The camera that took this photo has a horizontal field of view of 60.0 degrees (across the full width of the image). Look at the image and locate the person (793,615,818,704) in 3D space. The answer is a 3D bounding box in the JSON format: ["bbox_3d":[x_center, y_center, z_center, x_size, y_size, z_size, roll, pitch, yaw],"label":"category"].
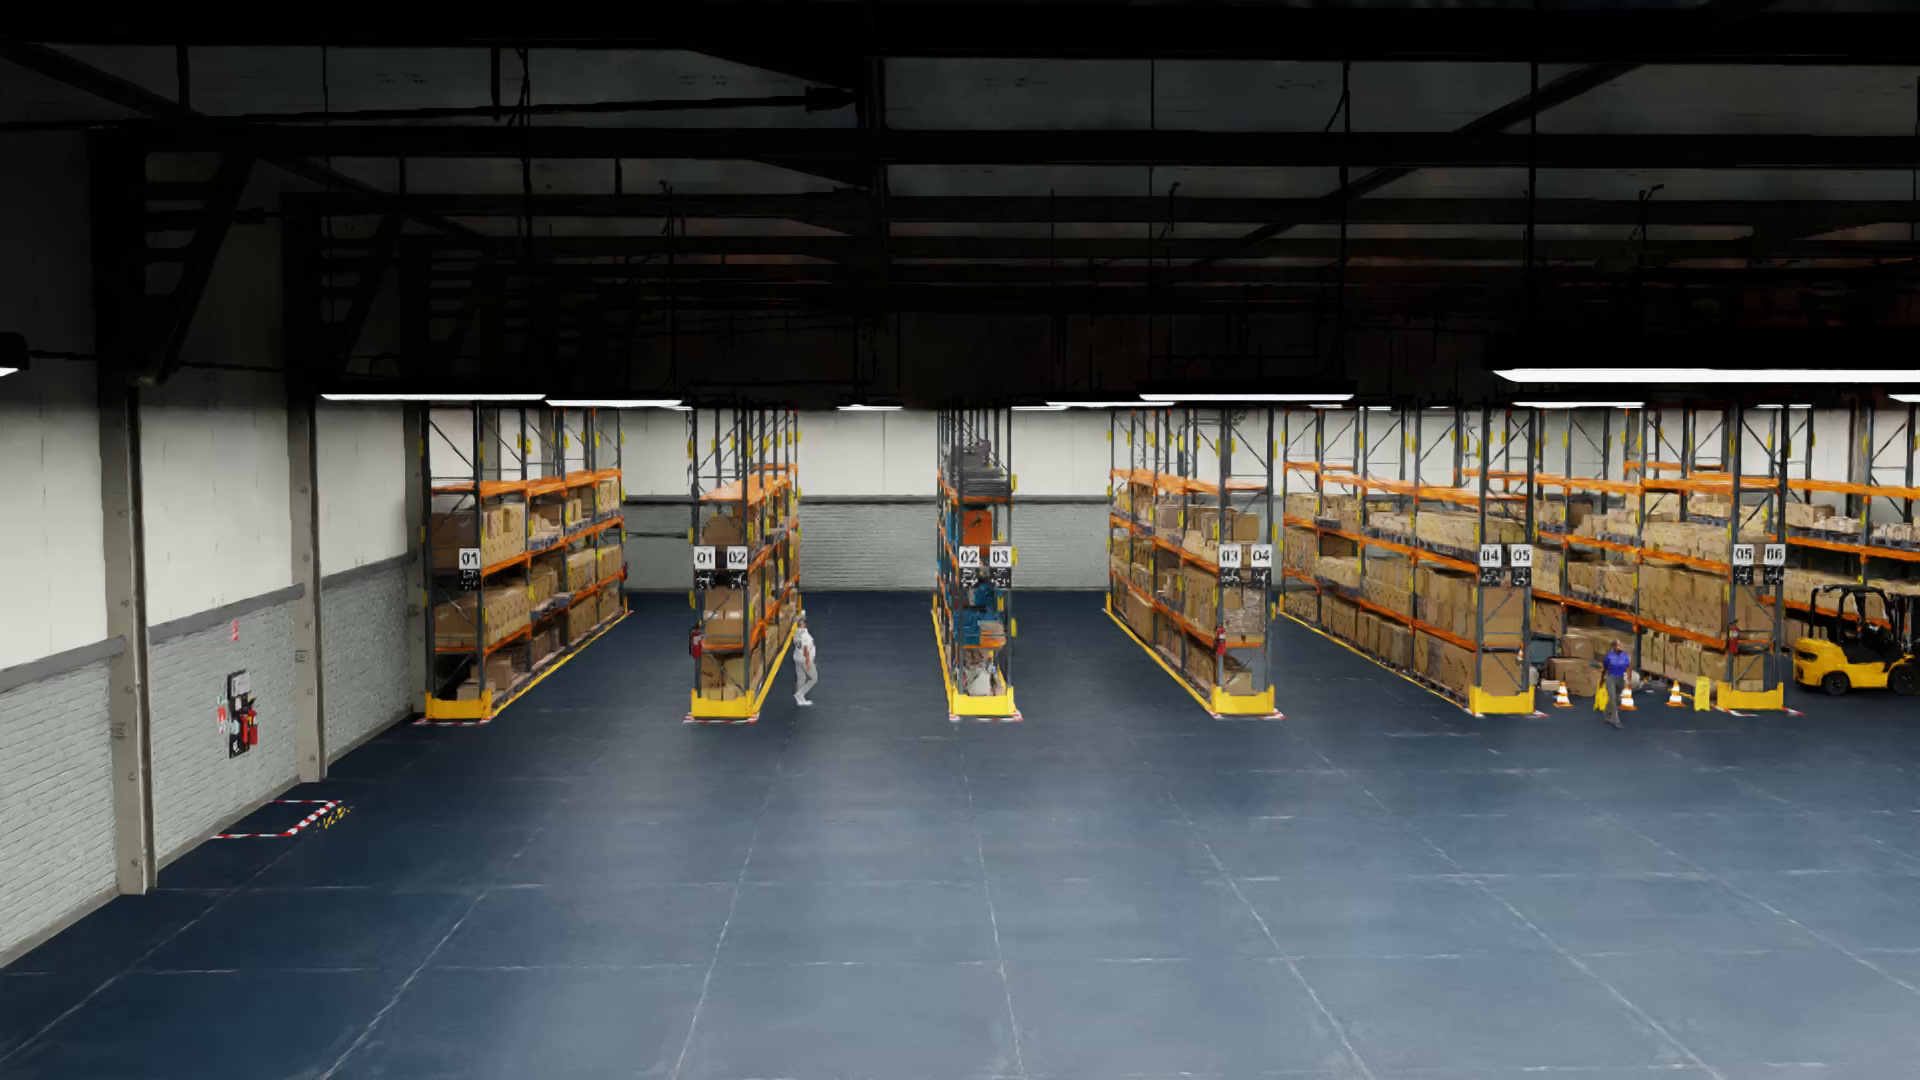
[{"bbox_3d":[-3.061,2.343,32.404,0.467,1.755,0.578,-2,5,-29],"label":"person"}]

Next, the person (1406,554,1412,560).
[{"bbox_3d":[13.074,1.148,48.182,0.562,1.720,0.676,-2,5,-22],"label":"person"}]

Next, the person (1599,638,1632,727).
[{"bbox_3d":[11.975,2.583,30.319,0.461,1.583,0.986,0,4,-3],"label":"person"}]
